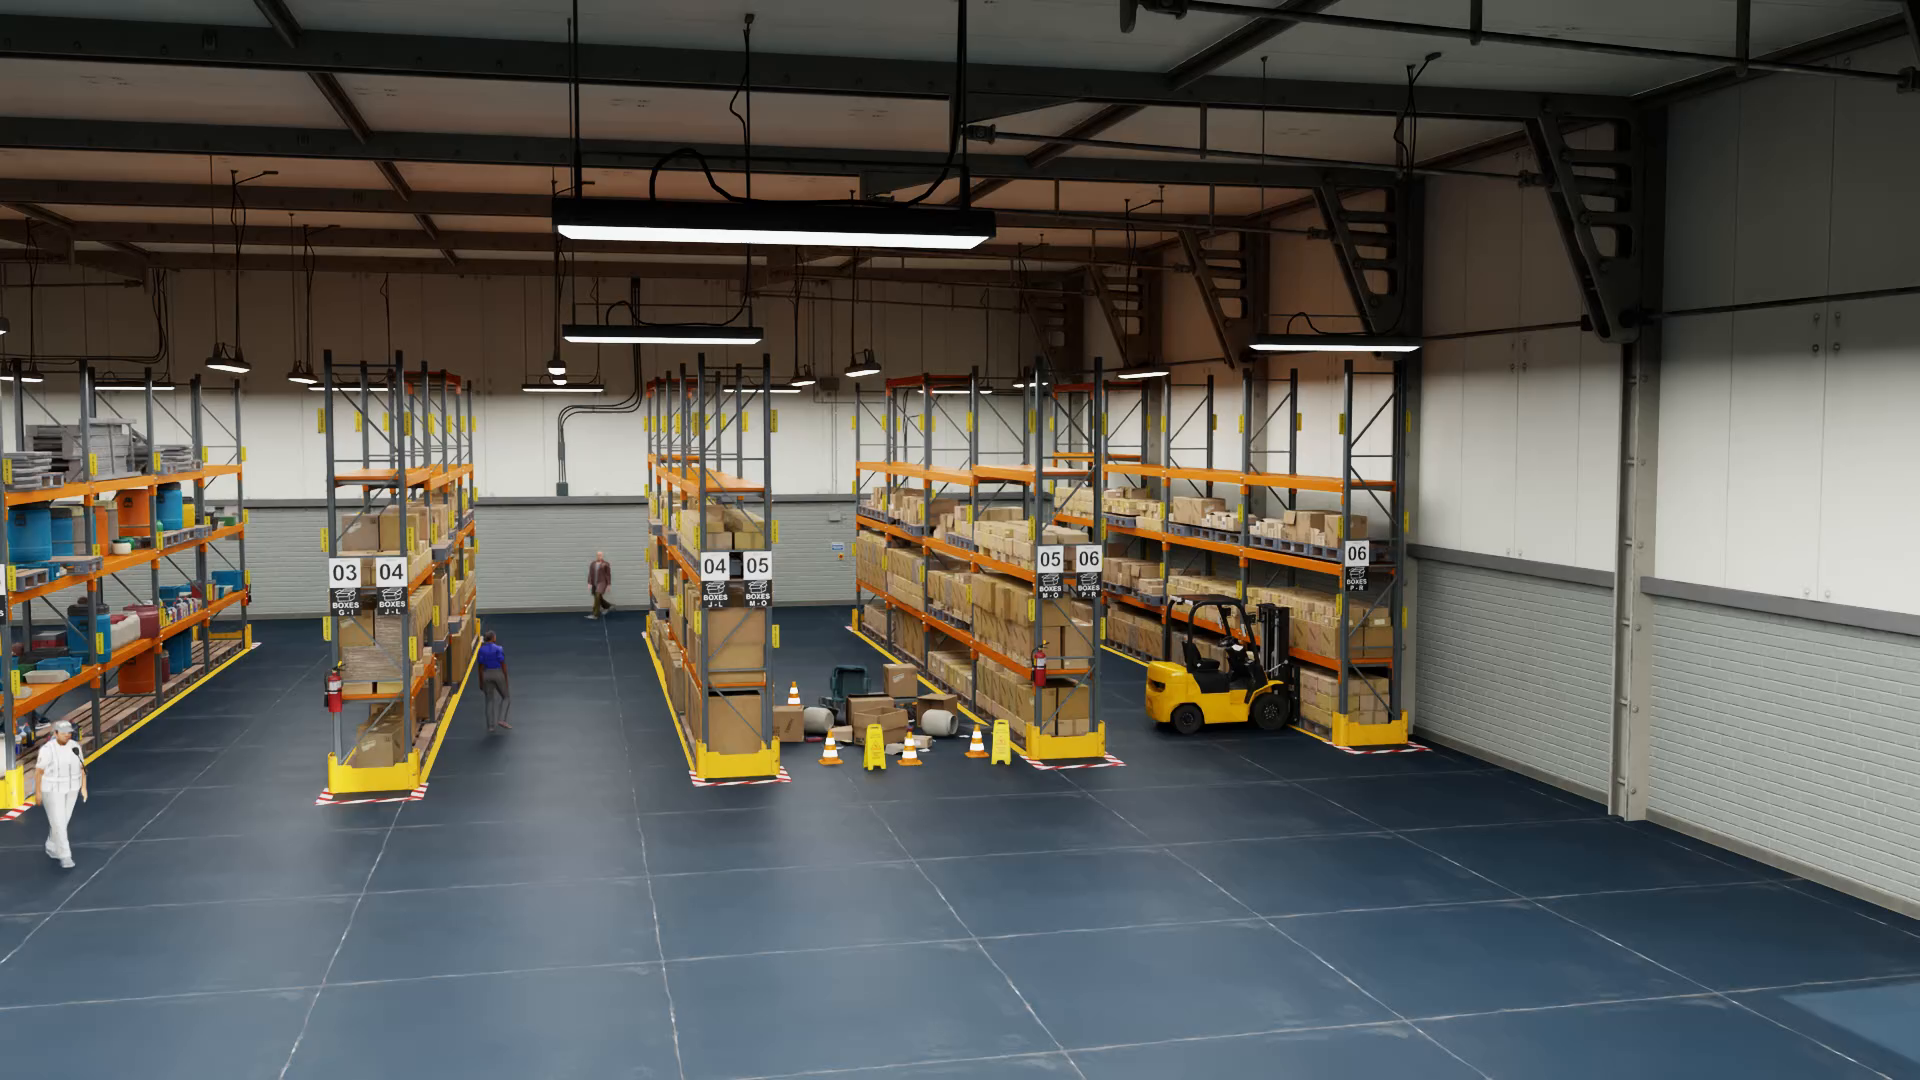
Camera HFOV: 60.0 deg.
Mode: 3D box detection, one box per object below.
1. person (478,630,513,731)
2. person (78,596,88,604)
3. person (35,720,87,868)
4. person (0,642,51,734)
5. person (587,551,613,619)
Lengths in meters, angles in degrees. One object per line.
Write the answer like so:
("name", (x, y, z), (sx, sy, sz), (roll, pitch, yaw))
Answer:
("person", (-7.578, 2.283, 27.094), (0.553, 1.646, 0.424), (0, 4, -2))
("person", (-16.995, 1.922, 32.166), (0.503, 1.670, 0.451), (-2, 5, -28))
("person", (-10.203, 2.856, 18.905), (0.933, 1.615, 0.556), (2, 4, 27))
("person", (-14.893, 2.378, 26.303), (0.955, 1.532, 0.403), (1, 4, 12))
("person", (-9.273, 1.150, 42.839), (0.555, 1.755, 1.052), (2, 5, 29))
